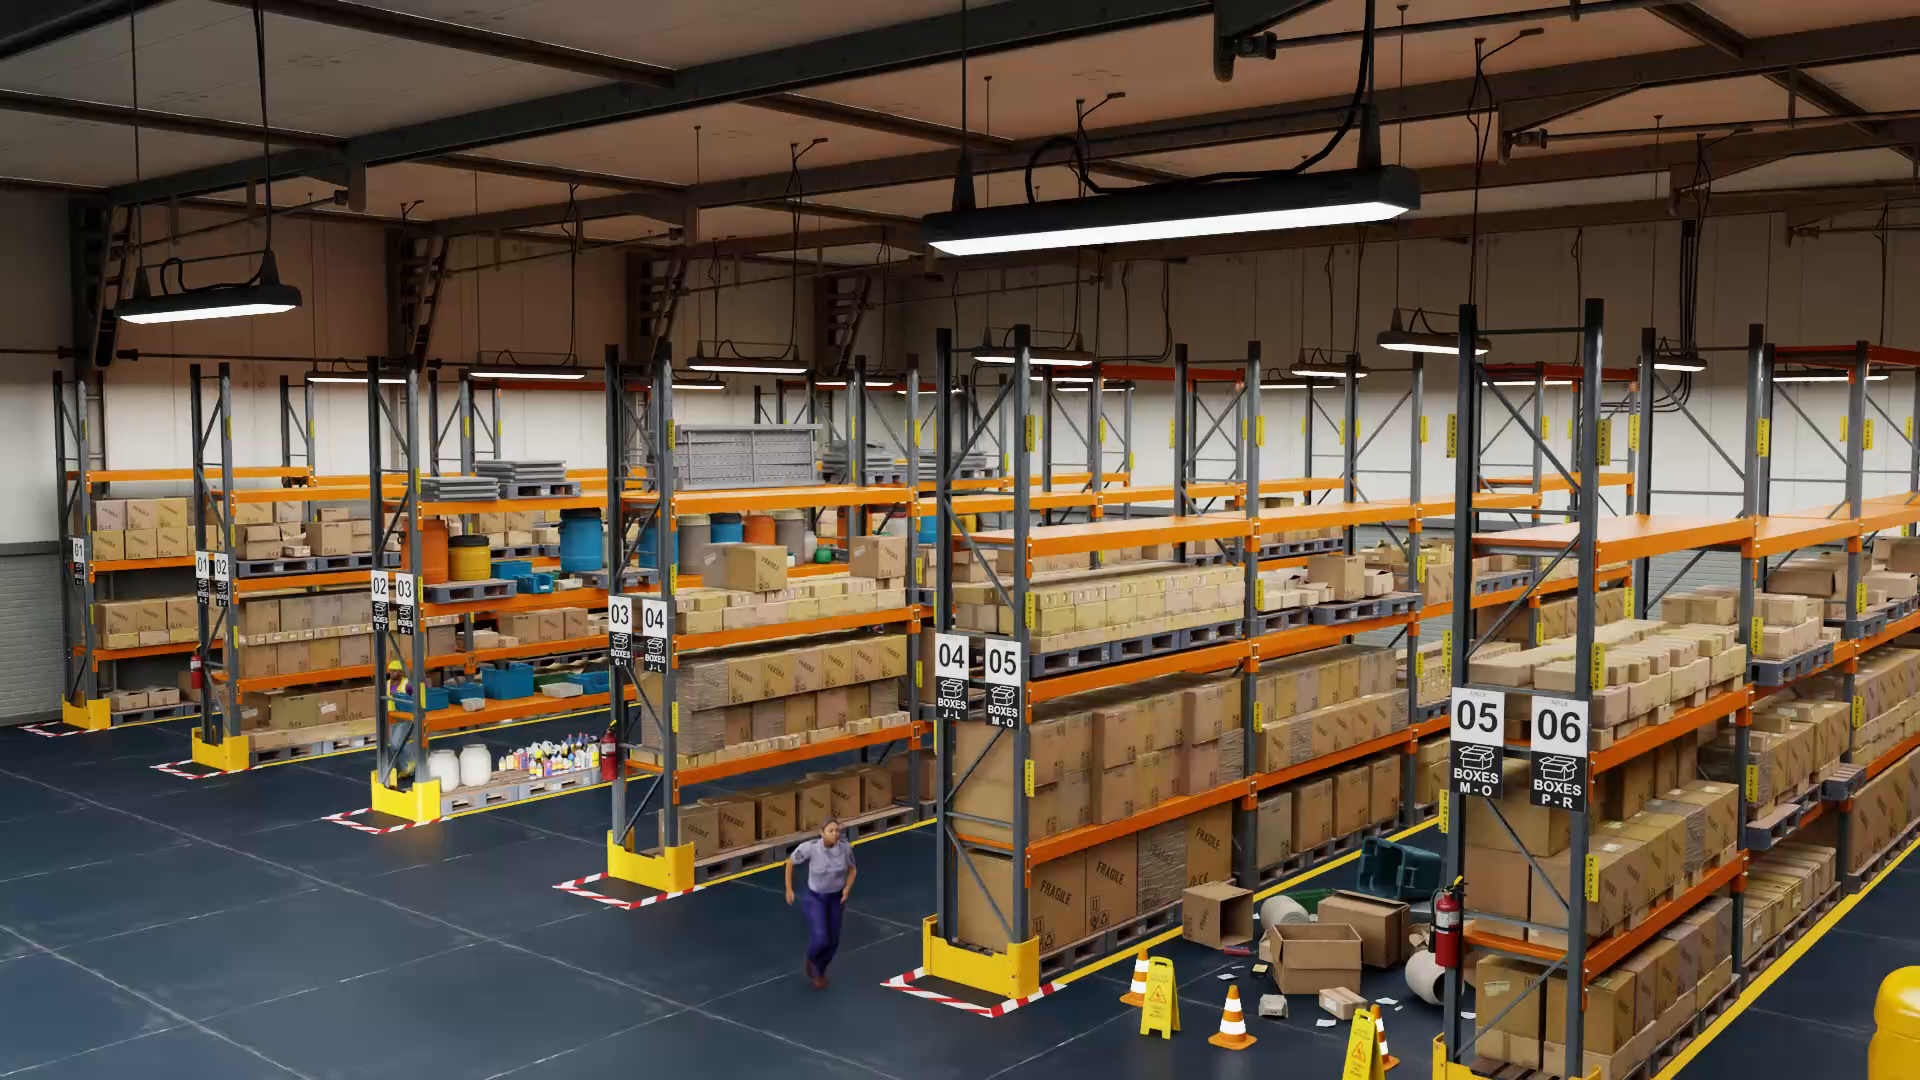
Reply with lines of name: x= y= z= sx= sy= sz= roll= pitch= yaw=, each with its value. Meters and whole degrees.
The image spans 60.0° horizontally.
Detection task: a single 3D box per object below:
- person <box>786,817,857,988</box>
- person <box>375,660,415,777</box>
person: x=-1.220 y=3.282 z=15.063 sx=0.609 sy=1.592 sz=0.569 roll=-2 pitch=5 yaw=-28
person: x=-8.069 y=2.580 z=23.869 sx=0.688 sy=1.714 sz=0.639 roll=1 pitch=4 yaw=16
